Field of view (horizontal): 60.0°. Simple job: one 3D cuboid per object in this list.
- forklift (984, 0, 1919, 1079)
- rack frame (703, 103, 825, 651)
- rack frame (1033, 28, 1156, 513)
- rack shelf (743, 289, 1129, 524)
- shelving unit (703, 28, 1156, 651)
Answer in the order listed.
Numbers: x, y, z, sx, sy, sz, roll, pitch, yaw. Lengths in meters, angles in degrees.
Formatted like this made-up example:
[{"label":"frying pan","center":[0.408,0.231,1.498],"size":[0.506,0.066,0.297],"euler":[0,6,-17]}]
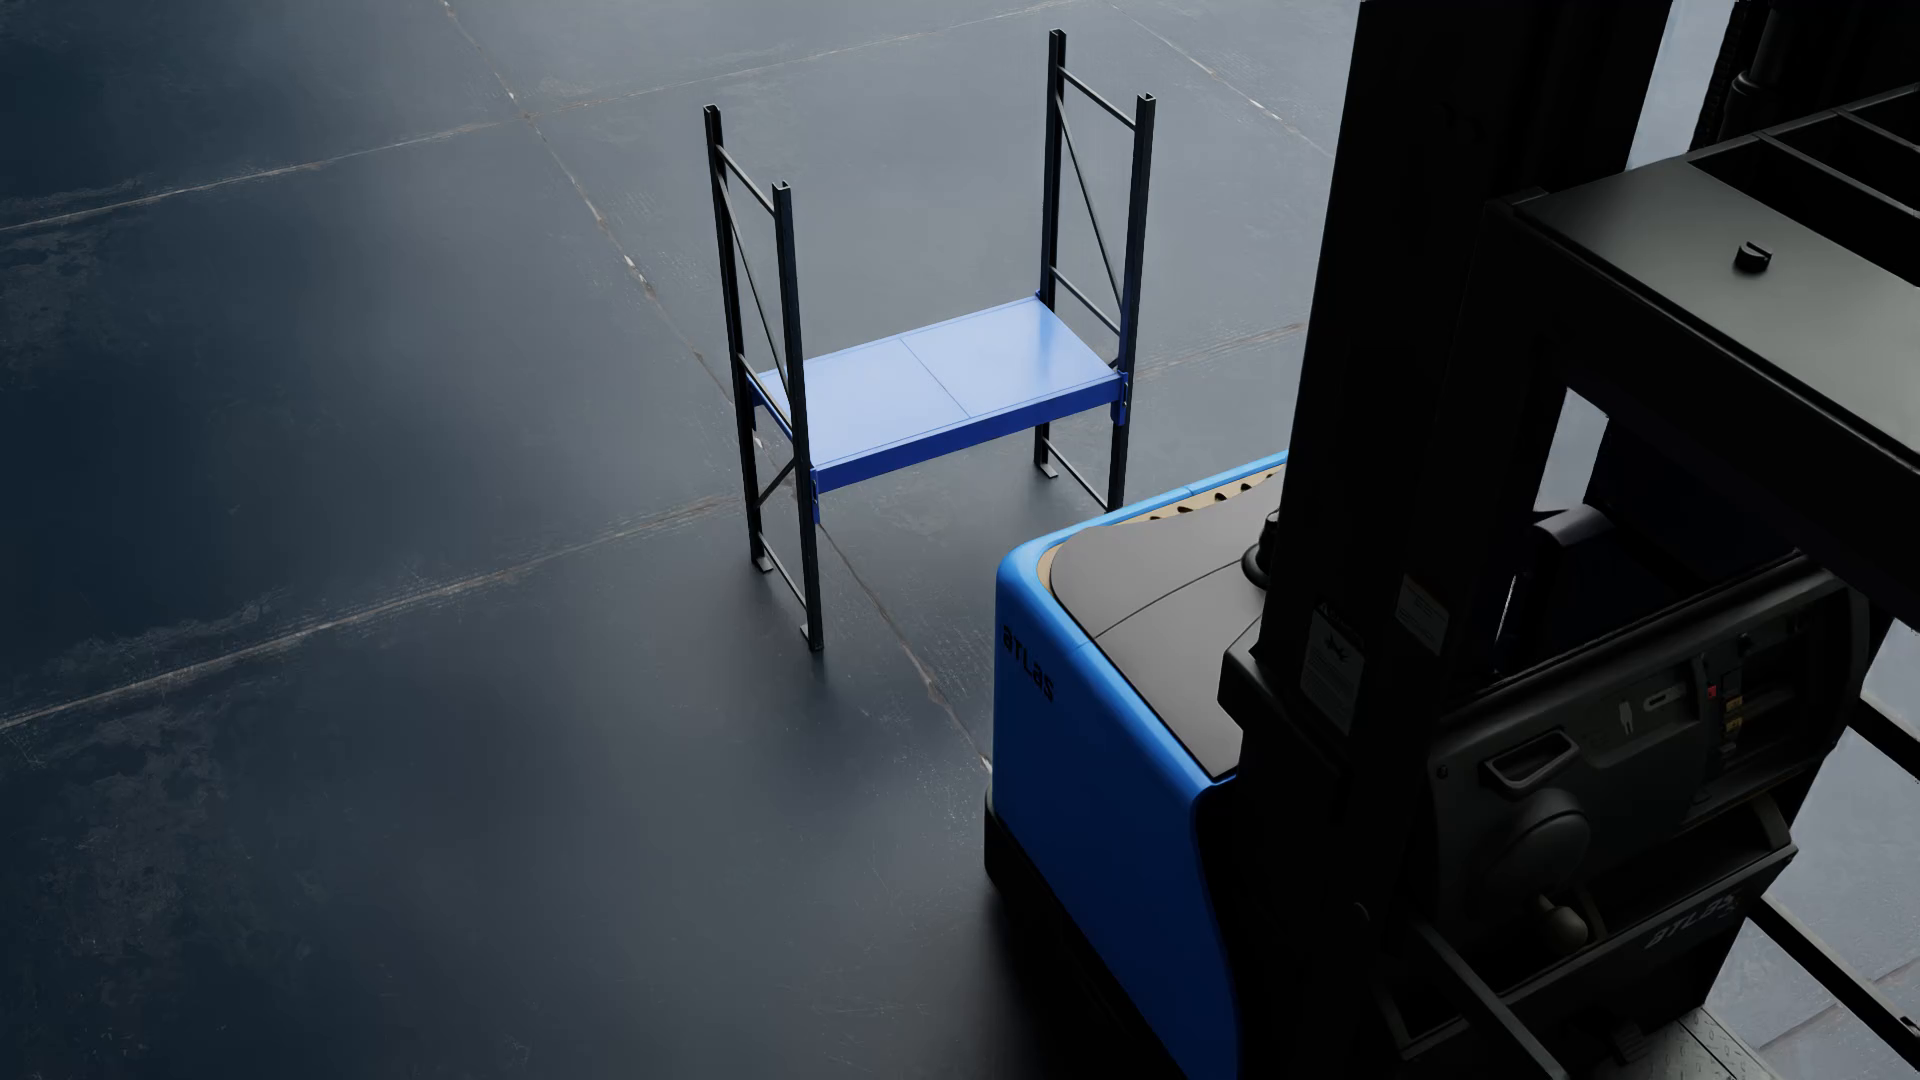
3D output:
[{"label":"forklift","center":[1.203,0.417,2.489],"size":[1.130,2.935,3.031],"euler":[-19,44,-21]},{"label":"rack frame","center":[-0.527,-0.395,4.556],"size":[0.032,1.500,0.500],"euler":[-19,44,-21]},{"label":"rack frame","center":[0.375,-0.699,4.915],"size":[0.032,1.500,0.500],"euler":[-19,44,-21]},{"label":"rack shelf","center":[-0.076,-0.410,4.852],"size":[1.000,0.185,0.538],"euler":[-19,44,-21]},{"label":"shelving unit","center":[-0.076,-0.547,4.735],"size":[1.048,1.500,0.538],"euler":[-19,44,-21]}]
